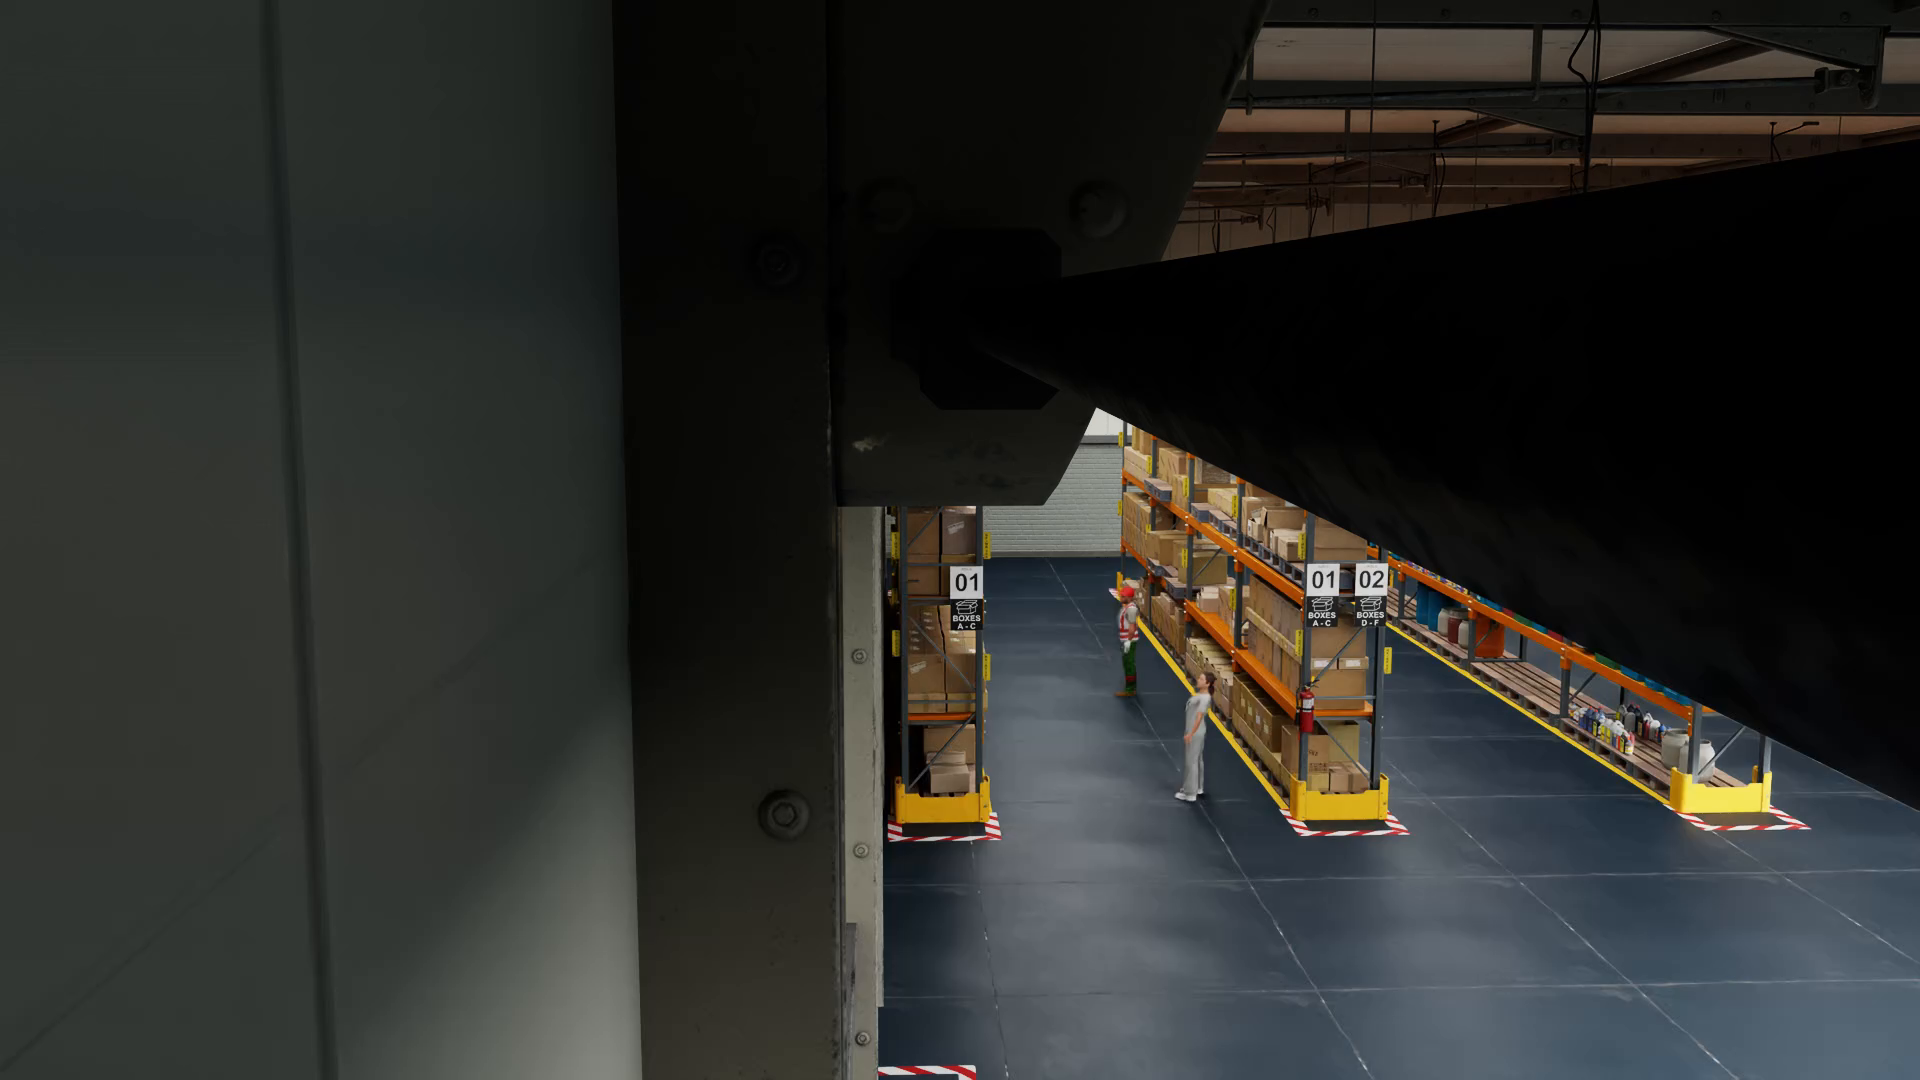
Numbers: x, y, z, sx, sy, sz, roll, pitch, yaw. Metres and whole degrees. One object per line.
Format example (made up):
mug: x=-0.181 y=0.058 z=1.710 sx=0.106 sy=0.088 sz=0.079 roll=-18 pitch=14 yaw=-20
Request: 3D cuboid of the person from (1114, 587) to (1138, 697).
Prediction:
person: x=2.690 y=1.648 z=27.016 sx=0.389 sy=1.804 sz=0.633 roll=-1 pitch=8 yaw=-5

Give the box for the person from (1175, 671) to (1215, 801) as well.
person: x=3.036 y=2.522 z=21.441 sx=0.472 sy=1.648 sz=0.522 roll=2 pitch=8 yaw=15
